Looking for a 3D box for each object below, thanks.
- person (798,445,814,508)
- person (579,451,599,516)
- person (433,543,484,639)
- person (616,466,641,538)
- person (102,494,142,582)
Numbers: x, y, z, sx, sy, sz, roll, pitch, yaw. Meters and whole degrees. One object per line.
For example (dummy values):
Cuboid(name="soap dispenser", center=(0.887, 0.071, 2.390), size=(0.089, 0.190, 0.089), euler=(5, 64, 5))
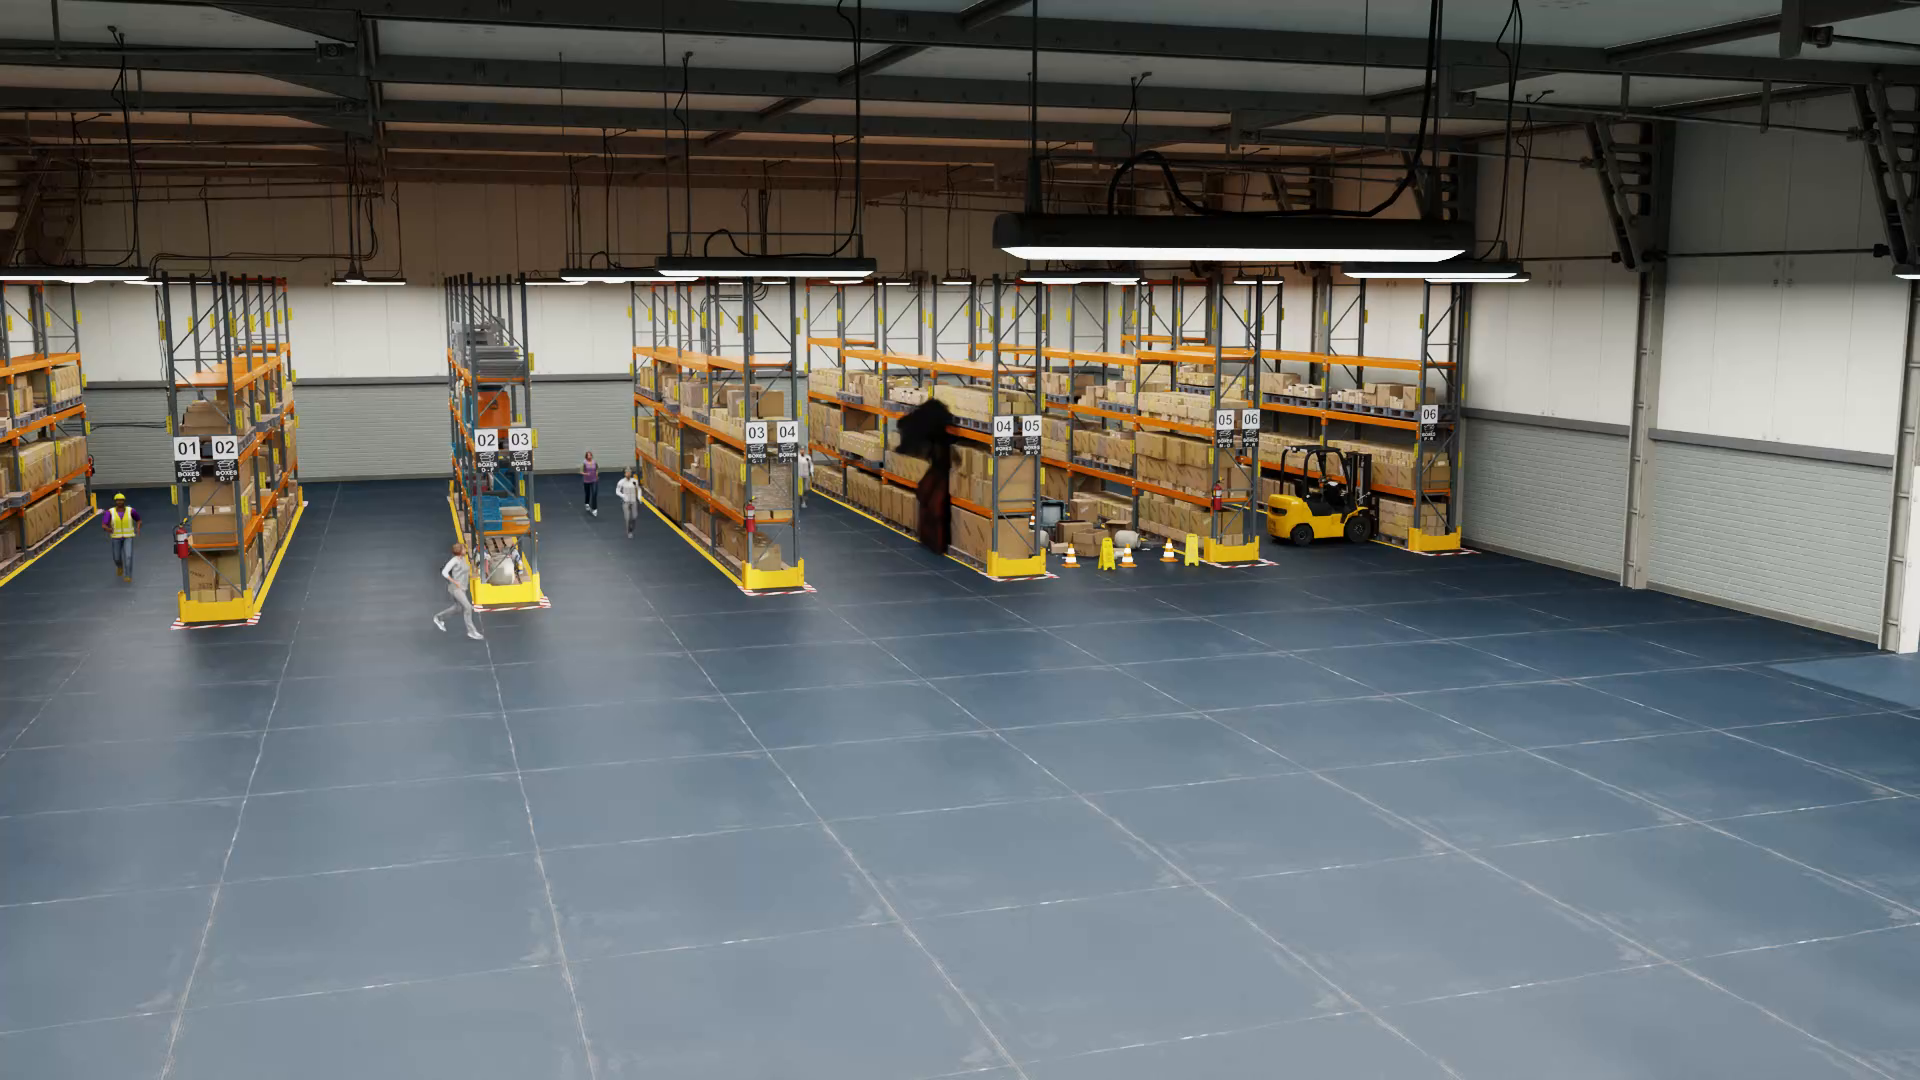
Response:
Cuboid(name="person", center=(-4.143, -1.696, 43.887), size=(0.616, 1.659, 0.554), euler=(-2, 9, -14))
Cuboid(name="person", center=(-9.438, -1.464, 42.397), size=(0.536, 1.609, 0.875), euler=(-4, 9, -23))
Cuboid(name="person", center=(-8.278, 0.836, 27.298), size=(0.873, 1.599, 0.544), euler=(0, 9, 3))
Cuboid(name="person", center=(-7.637, -0.878, 38.459), size=(0.612, 1.658, 0.524), euler=(-3, 9, -20))
Cuboid(name="person", center=(-16.467, -0.053, 32.720), size=(0.714, 1.733, 0.791), euler=(-4, 10, -26))
